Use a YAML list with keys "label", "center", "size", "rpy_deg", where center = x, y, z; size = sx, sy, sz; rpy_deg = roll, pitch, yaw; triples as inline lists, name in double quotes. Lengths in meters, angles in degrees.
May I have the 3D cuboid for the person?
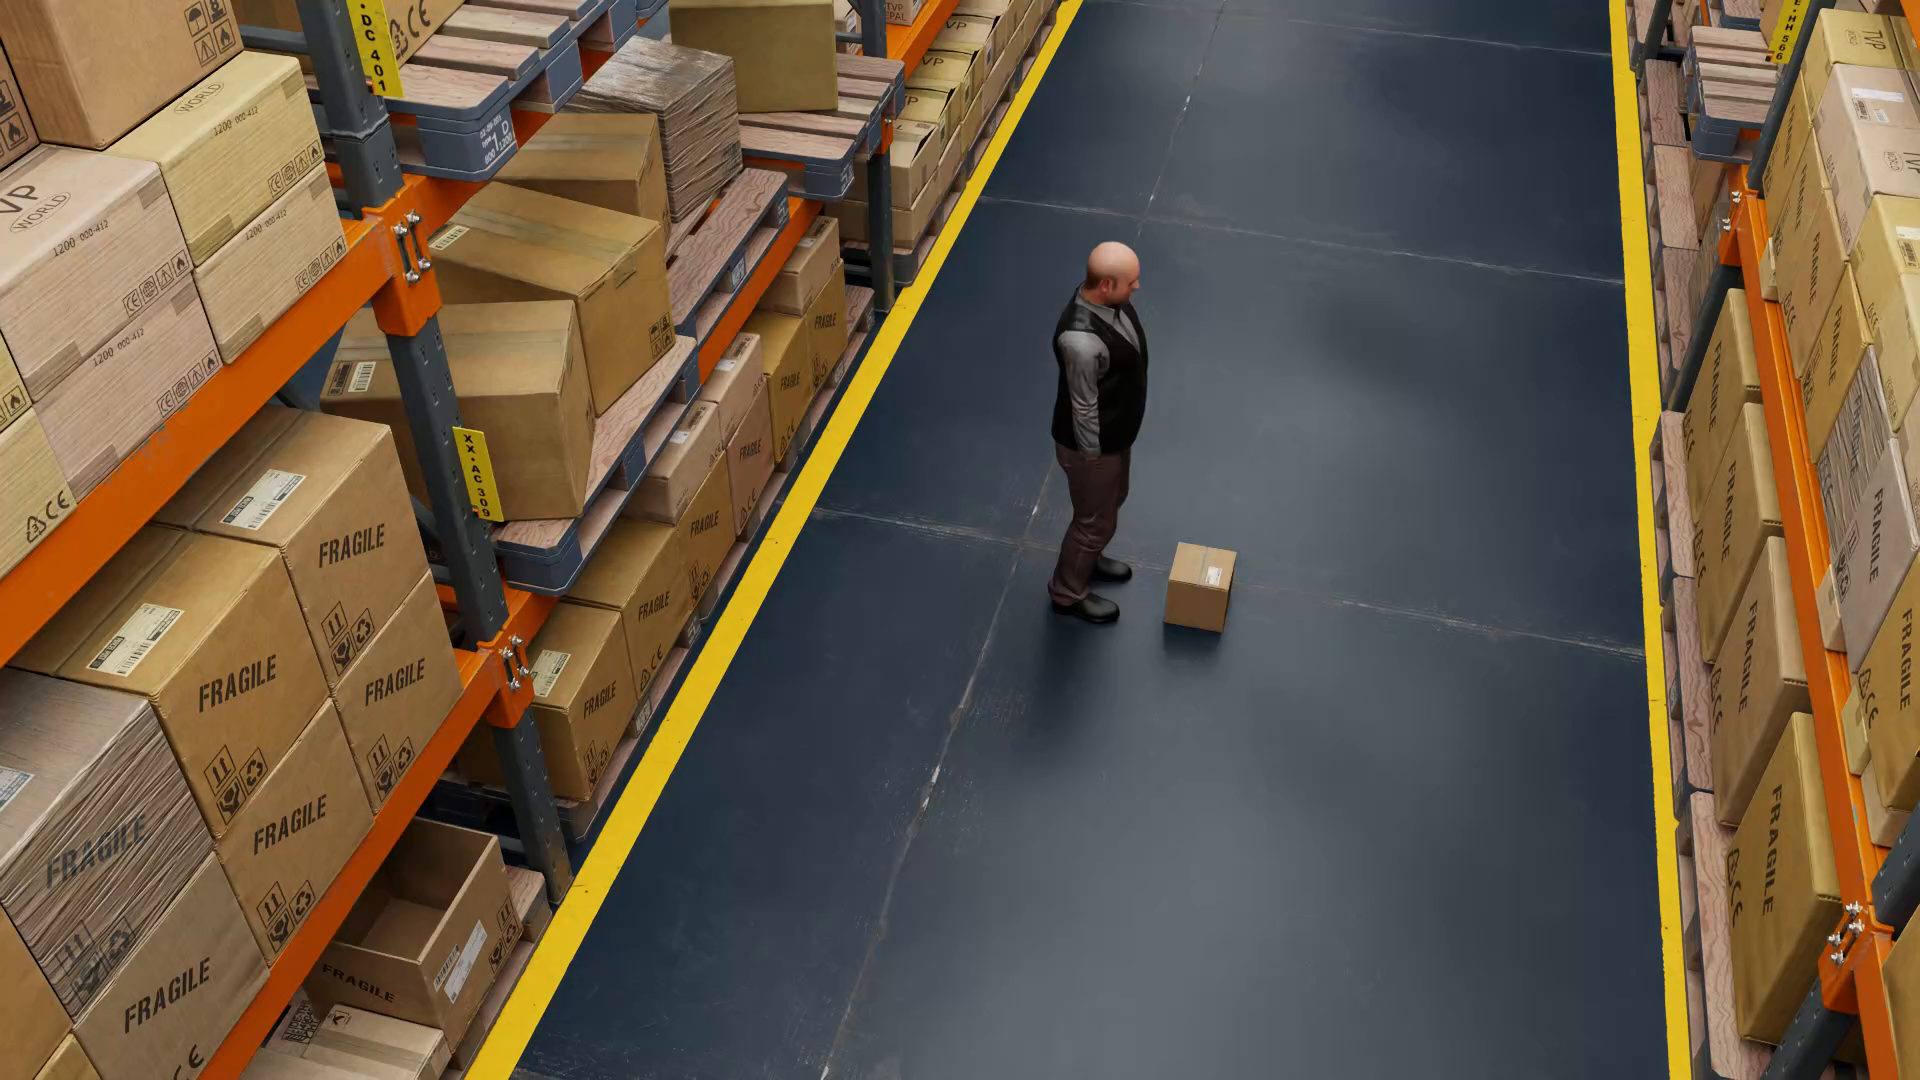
- label: "person"
  center: [0.557, -0.443, 6.703]
  size: [0.355, 1.715, 0.534]
  rpy_deg: [11, 42, 12]
